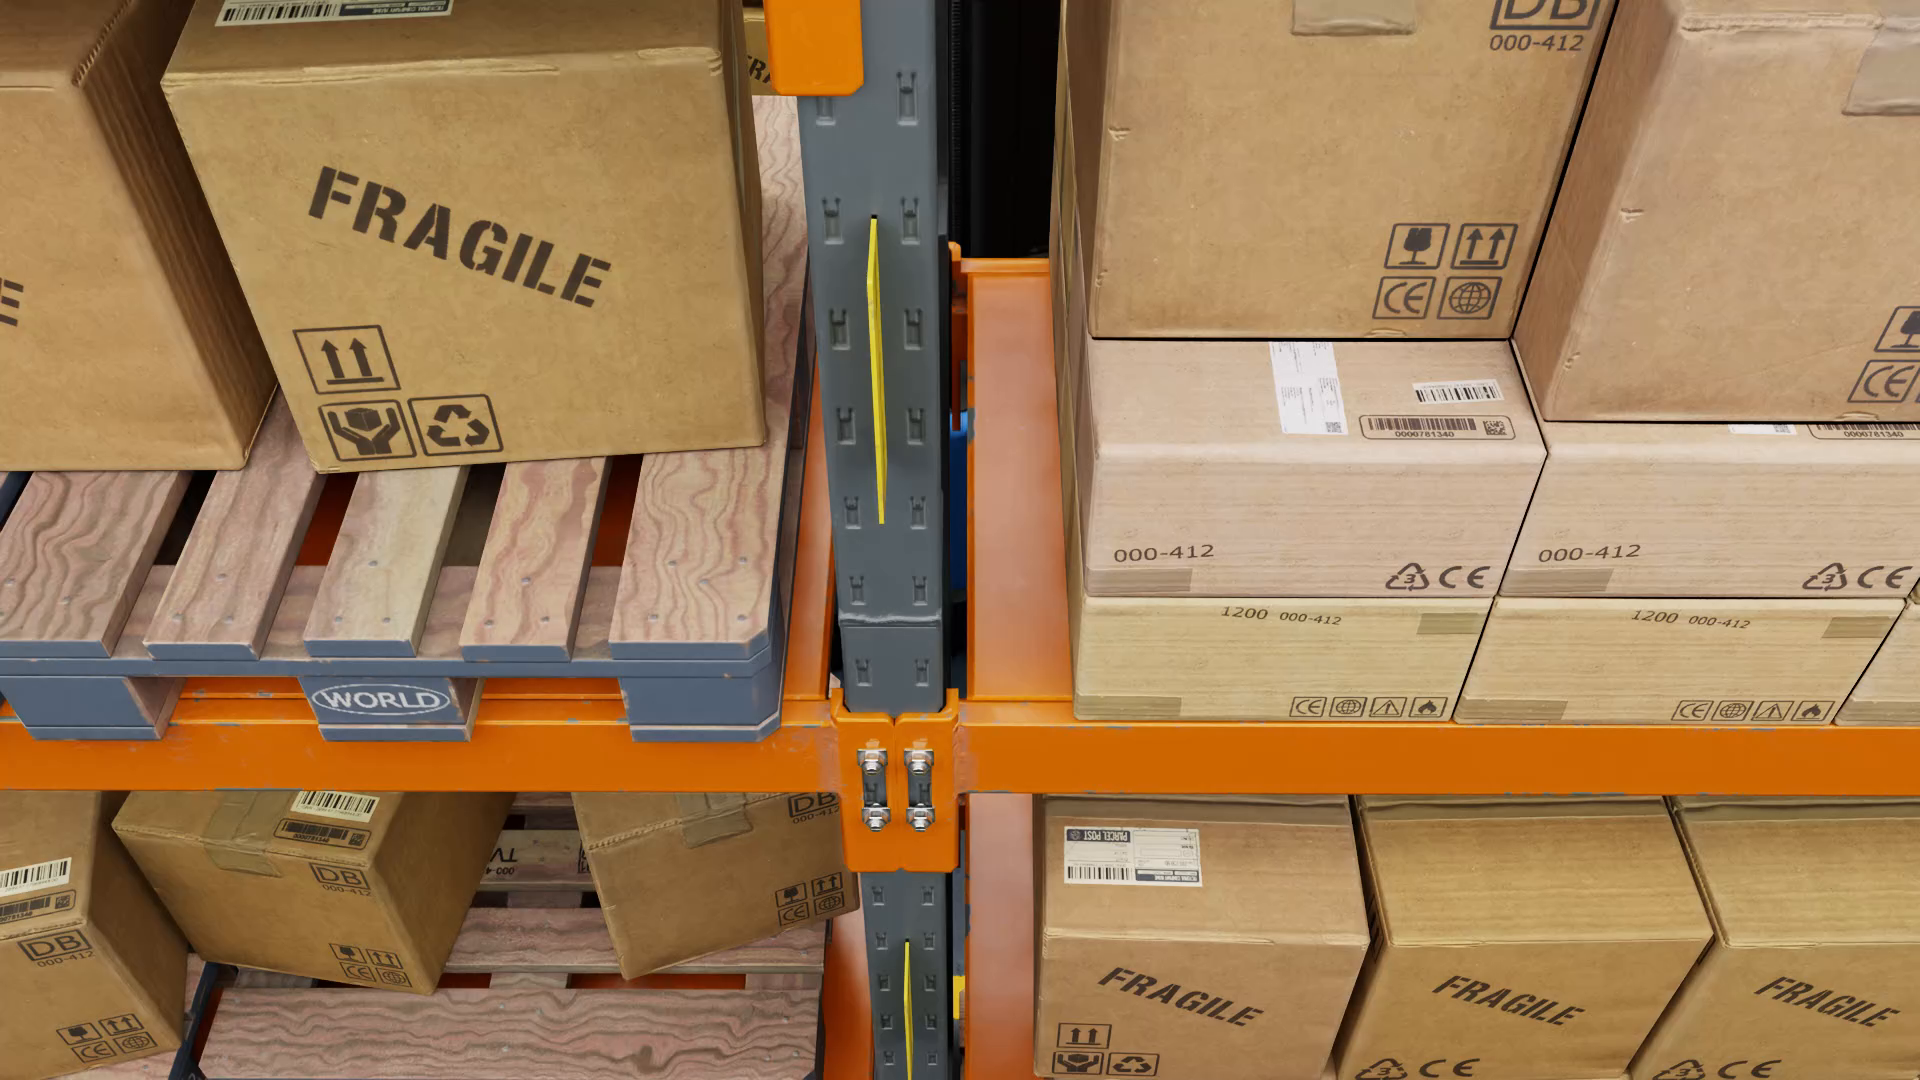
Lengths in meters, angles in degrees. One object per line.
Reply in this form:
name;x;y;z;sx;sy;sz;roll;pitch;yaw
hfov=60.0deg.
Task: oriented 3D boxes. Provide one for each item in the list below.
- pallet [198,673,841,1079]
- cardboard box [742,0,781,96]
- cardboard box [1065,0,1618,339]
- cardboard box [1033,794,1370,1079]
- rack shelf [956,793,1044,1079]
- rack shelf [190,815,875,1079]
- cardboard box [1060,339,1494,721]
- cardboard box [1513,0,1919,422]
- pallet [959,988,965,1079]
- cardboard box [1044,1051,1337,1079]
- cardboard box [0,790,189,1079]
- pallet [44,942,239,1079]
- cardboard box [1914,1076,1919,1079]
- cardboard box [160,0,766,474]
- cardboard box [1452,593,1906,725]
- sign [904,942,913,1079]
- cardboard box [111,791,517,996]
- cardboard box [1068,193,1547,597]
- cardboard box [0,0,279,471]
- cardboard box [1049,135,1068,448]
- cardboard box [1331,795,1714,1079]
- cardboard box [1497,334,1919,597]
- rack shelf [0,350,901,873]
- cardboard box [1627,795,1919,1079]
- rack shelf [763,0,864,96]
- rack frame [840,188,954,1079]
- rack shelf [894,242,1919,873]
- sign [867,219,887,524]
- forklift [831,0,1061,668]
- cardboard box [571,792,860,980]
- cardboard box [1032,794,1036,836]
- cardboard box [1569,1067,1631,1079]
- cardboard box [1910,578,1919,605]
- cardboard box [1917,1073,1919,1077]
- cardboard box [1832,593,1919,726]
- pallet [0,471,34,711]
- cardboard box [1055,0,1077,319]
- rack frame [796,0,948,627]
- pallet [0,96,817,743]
pallet;-0.883;0.747;3.637;1.213;0.211;1.003;0;47;0
cardboard box;-0.720;-2.180;7.411;0.750;0.750;0.750;1;47;1
cardboard box;0.402;-0.660;2.014;0.500;0.500;0.700;0;47;0
cardboard box;0.386;0.596;2.895;0.500;0.500;0.500;1;47;1
rack shelf;1.916;1.014;3.748;4.000;0.370;1.077;0;47;0
rack shelf;-2.084;1.003;3.759;4.000;0.370;1.077;0;47;0
cardboard box;0.401;-0.025;2.277;0.500;0.250;0.500;0;47;0
cardboard box;0.902;-0.555;1.917;0.500;0.500;0.700;0;47;0
pallet;0.602;1.716;4.509;1.213;0.211;1.003;0;47;0
cardboard box;0.424;0.930;3.267;0.500;0.500;0.500;1;47;1
cardboard box;-1.851;0.627;3.262;0.500;0.500;0.700;-11;48;-10
pallet;-2.140;0.820;3.569;1.213;0.211;1.003;0;47;0
cardboard box;1.437;0.932;3.265;0.500;0.500;0.500;0;47;0
cardboard box;-0.588;-0.525;2.217;0.600;0.600;0.600;-4;47;-4
cardboard box;0.901;-0.021;2.273;0.500;0.250;0.500;0;47;0
sign;-0.083;0.775;2.688;0.005;0.325;0.100;0;47;0
cardboard box;-1.245;0.466;3.412;0.500;0.500;0.700;7;47;6
cardboard box;0.401;-0.195;2.094;0.500;0.250;0.500;0;47;0
cardboard box;-1.256;-0.510;2.203;0.600;0.600;0.600;0;47;0
cardboard box;0.403;-0.401;2.627;0.500;0.250;0.500;0;47;0
cardboard box;0.902;0.597;2.894;0.500;0.500;0.500;-1;47;-1
cardboard box;0.901;-0.195;2.094;0.500;0.250;0.500;0;47;0
rack shelf;-2.084;-0.019;2.661;4.000;0.370;1.077;0;47;0
cardboard box;1.416;0.599;2.892;0.500;0.500;0.500;-1;47;-1
rack shelf;-2.084;-0.905;1.709;4.000;0.370;1.077;0;47;0
rack frame;-0.084;0.763;3.490;0.127;3.000;1.000;0;47;0
rack shelf;1.916;-0.008;2.650;4.000;0.370;1.077;0;47;0
sign;-0.083;-0.163;1.681;0.005;0.325;0.100;0;47;0
forklift;0.639;-1.119;5.289;3.031;2.935;1.130;-10;48;-9
cardboard box;-0.557;0.421;3.453;0.500;0.500;0.700;-14;49;-13
cardboard box;0.417;0.543;3.627;0.500;0.500;0.500;1;47;1
cardboard box;0.936;0.929;3.268;0.500;0.500;0.500;1;47;1
cardboard box;1.401;-0.185;2.084;0.500;0.250;0.500;0;47;0
cardboard box;1.932;0.599;2.891;0.500;0.500;0.500;1;47;1
cardboard box;1.401;-0.018;2.271;0.500;0.250;0.500;0;47;0
pallet;-1.773;-0.248;2.511;1.003;0.211;1.213;0;47;0
cardboard box;0.403;-0.575;2.448;0.500;0.250;0.500;0;47;0
rack frame;-0.084;-1.281;1.294;0.127;3.000;1.000;0;47;0
pallet;-0.736;-0.248;2.511;1.003;0.211;1.213;0;47;0
